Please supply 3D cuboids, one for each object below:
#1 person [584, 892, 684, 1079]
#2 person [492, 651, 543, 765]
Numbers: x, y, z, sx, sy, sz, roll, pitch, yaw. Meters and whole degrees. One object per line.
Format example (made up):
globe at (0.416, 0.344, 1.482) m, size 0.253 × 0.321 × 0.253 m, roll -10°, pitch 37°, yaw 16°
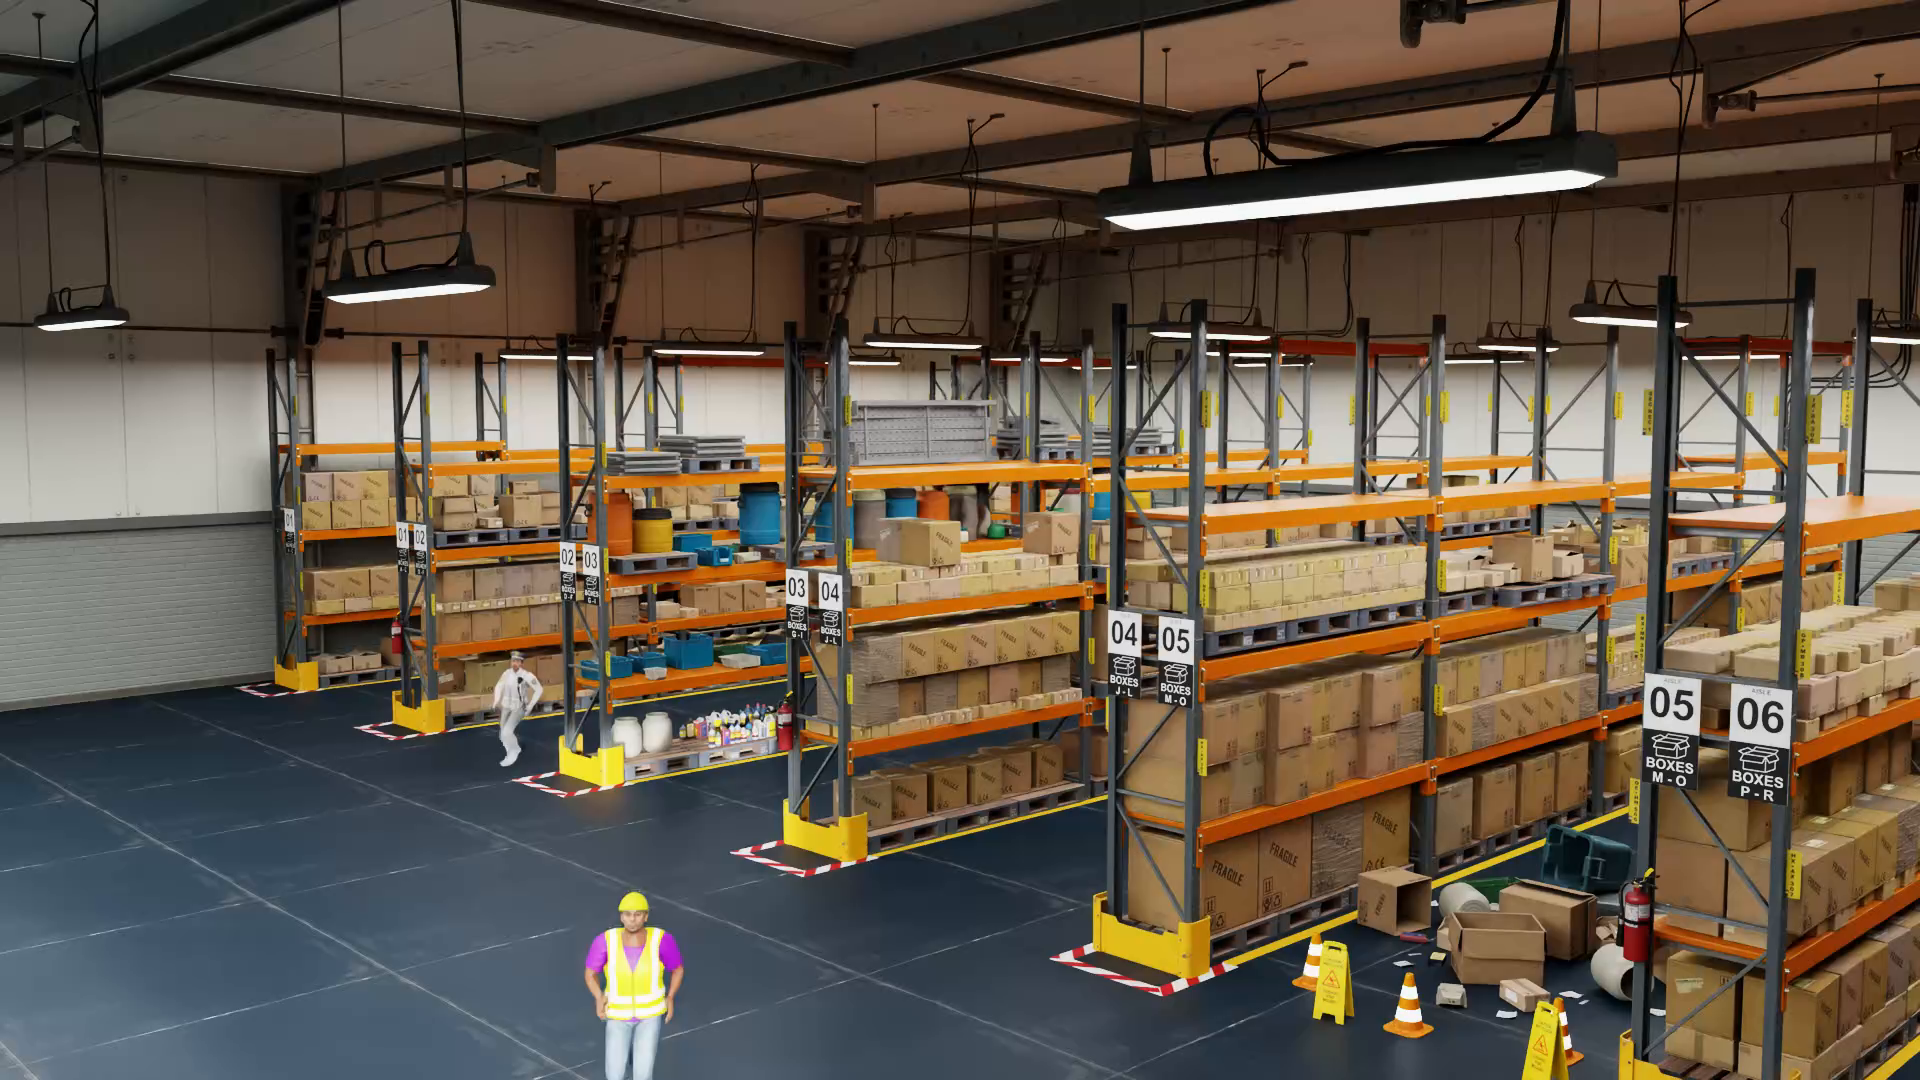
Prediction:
person at (-2.277, 3.297, 11.647) m, size 0.691 × 1.720 × 0.583 m, roll -1°, pitch 5°, yaw -9°
person at (-6.196, 2.348, 23.119) m, size 0.673 × 1.643 × 0.561 m, roll 2°, pitch 5°, yaw 21°
